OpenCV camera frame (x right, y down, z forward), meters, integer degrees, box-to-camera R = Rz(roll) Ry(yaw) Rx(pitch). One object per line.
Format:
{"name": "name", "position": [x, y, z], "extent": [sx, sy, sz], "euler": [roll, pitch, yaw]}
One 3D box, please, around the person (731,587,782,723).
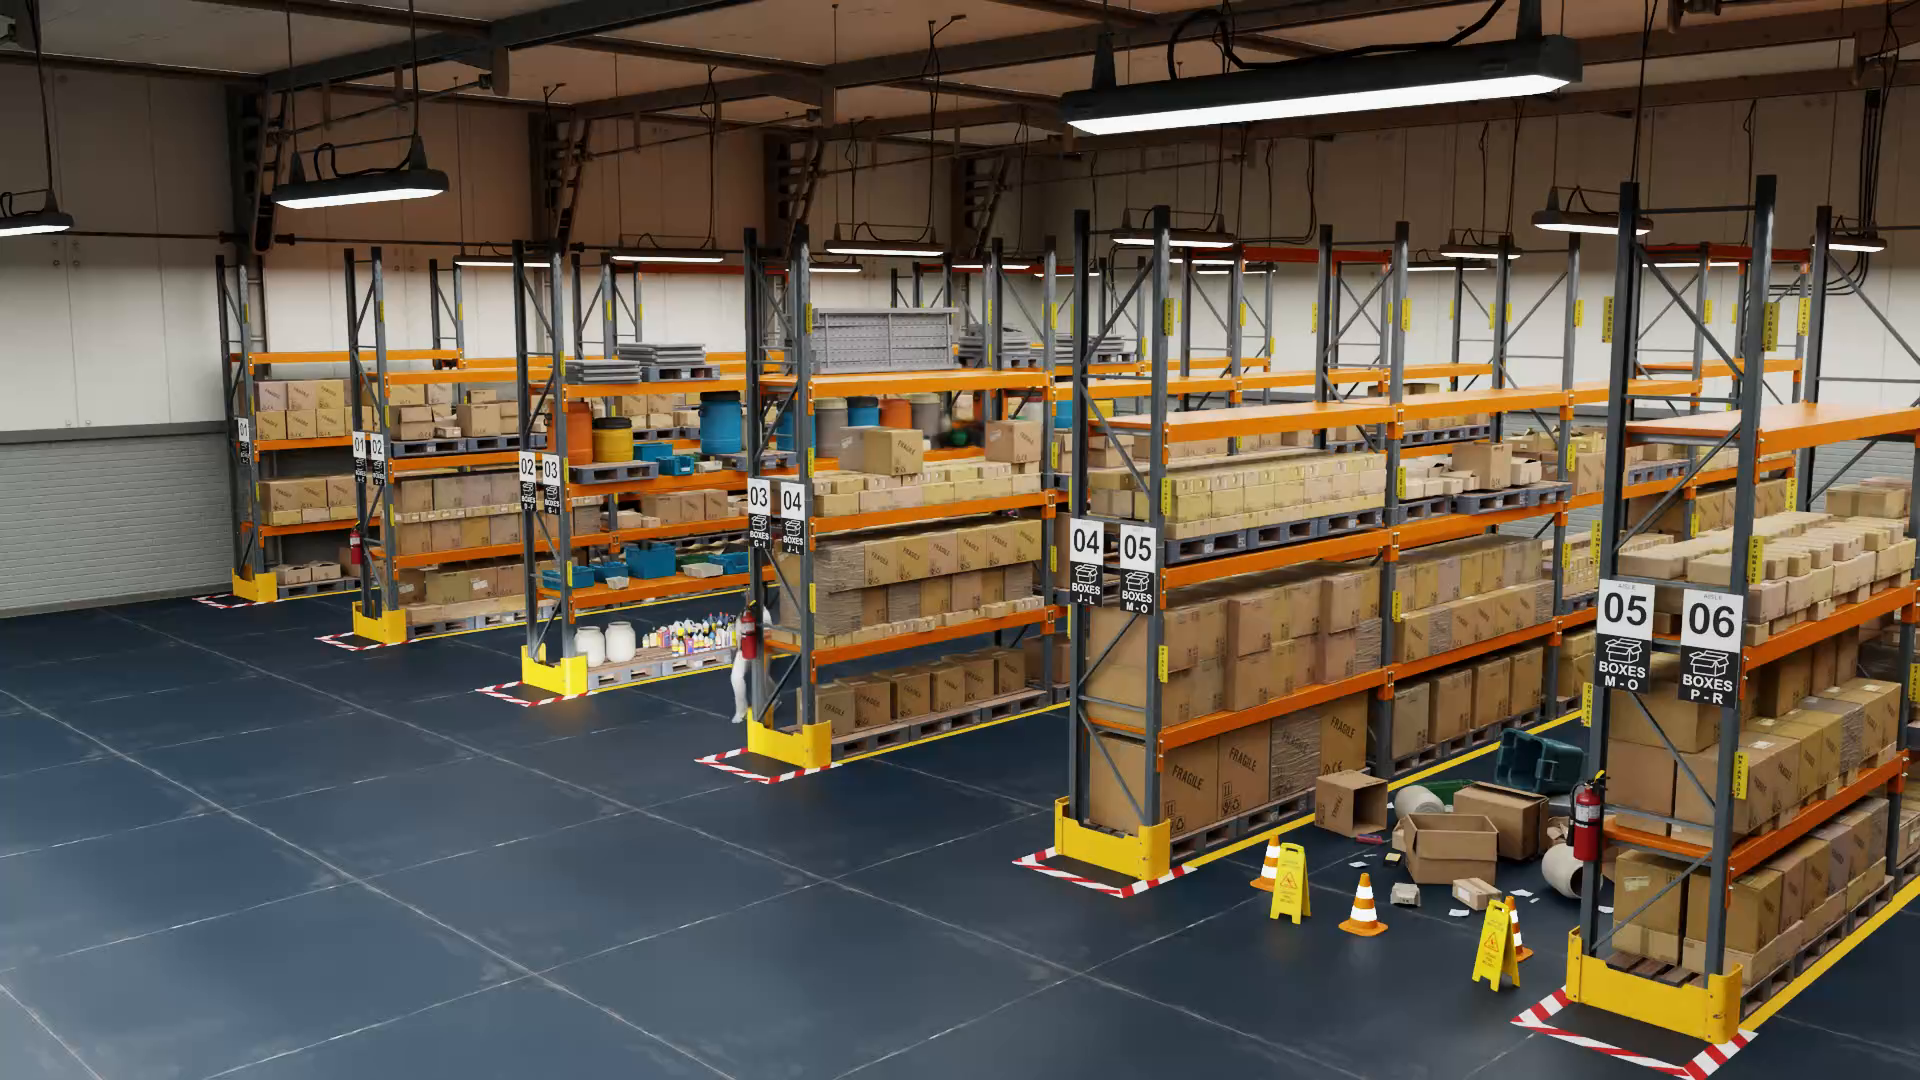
{"name": "person", "position": [-2.548, 1.433, 20.772], "extent": [0.586, 1.722, 0.762], "euler": [6, 10, 35]}
